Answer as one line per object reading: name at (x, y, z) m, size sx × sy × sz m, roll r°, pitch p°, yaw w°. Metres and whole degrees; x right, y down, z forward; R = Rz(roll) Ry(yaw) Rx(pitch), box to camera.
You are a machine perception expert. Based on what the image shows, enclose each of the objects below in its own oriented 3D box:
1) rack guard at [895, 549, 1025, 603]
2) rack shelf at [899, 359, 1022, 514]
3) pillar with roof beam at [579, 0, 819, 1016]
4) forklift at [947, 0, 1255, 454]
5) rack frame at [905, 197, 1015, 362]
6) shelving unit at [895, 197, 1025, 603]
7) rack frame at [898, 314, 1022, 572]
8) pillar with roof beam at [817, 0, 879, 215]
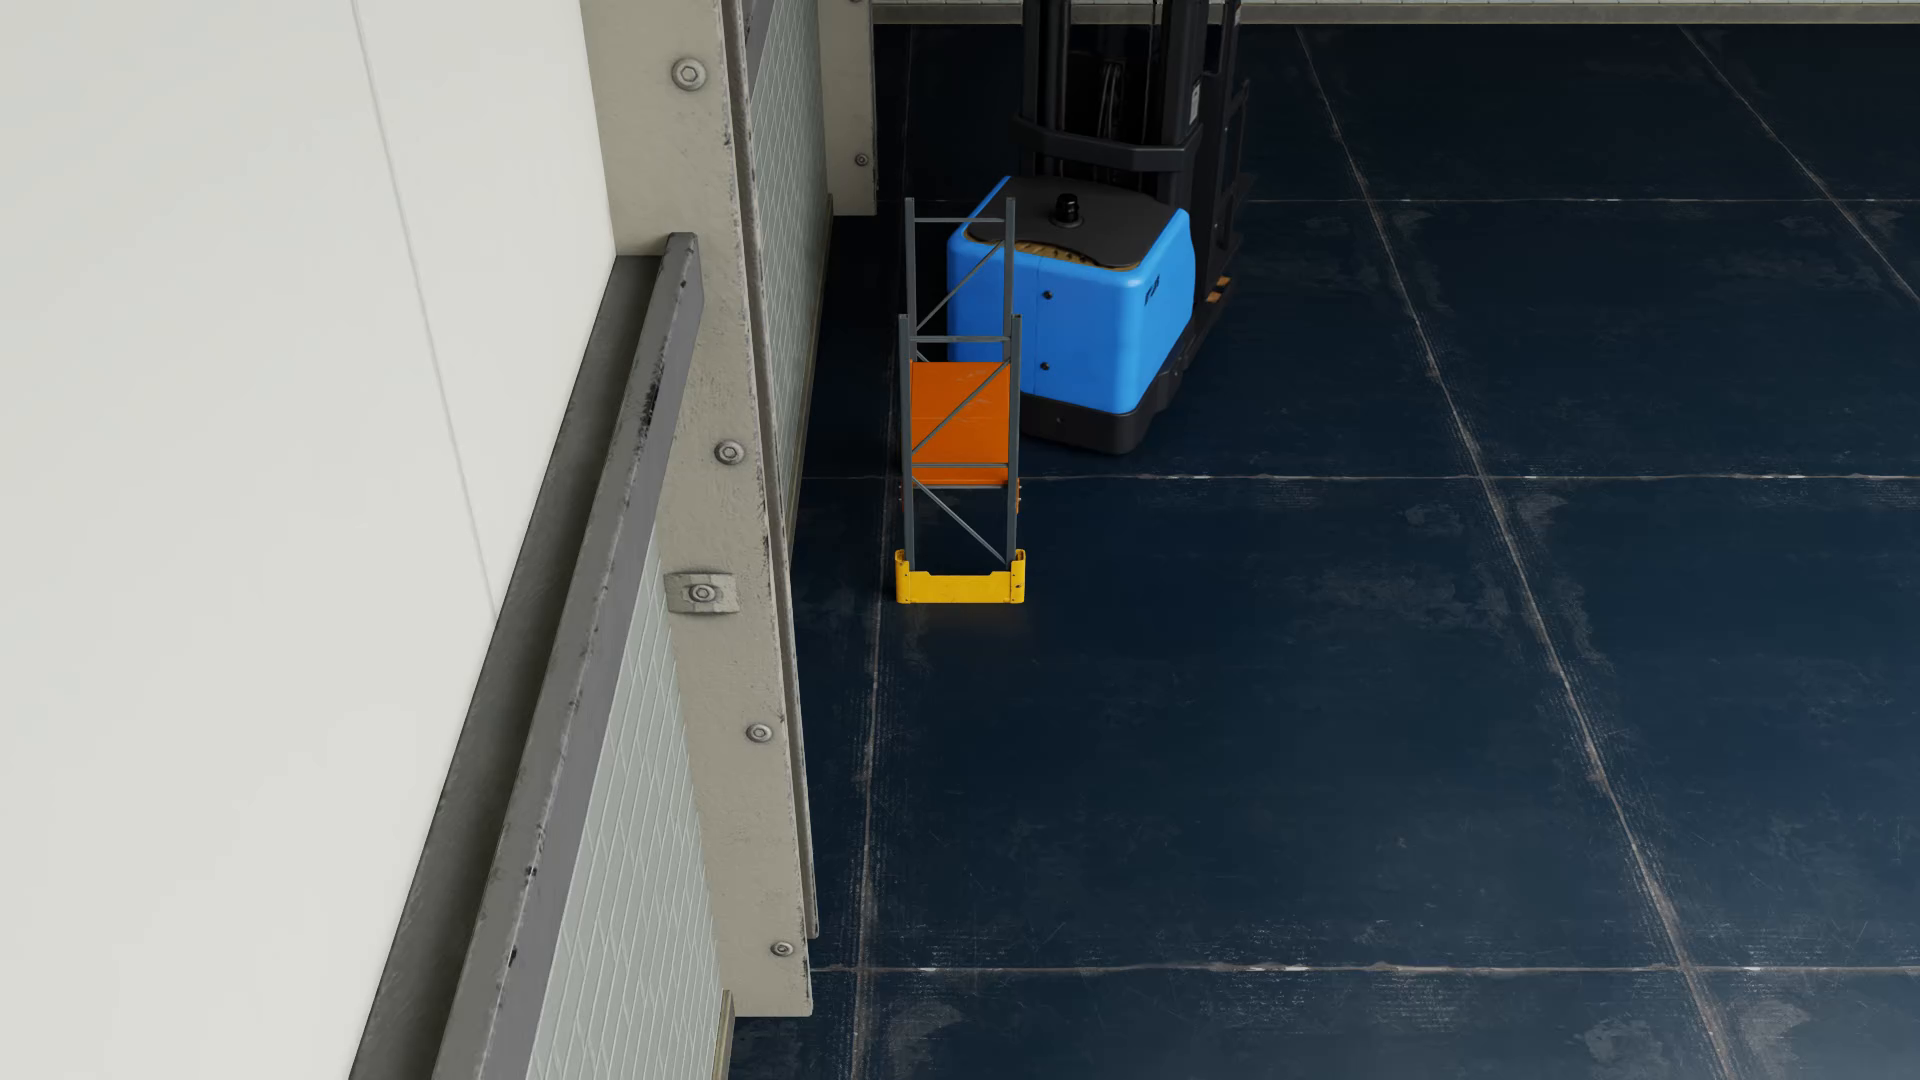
rack guard at (0.000, 0.166, 7.588) m, size 0.587 × 0.250 × 0.087 m, roll 0°, pitch 39°, yaw 0°
rack shelf at (0.000, -0.498, 7.706) m, size 0.538 × 0.185 × 1.000 m, roll 0°, pitch 39°, yaw 0°
pillar with roof beam at (3.625, -1.952, 3.236) m, size 9.100 × 9.000 × 0.400 m, roll 0°, pitch 39°, yaw 0°
forklift at (0.963, -2.499, 8.771) m, size 1.130 × 2.935 × 3.031 m, roll 15°, pitch 41°, yaw 18°
rack frame at (-0.001, -0.956, 7.990) m, size 0.500 × 1.500 × 0.032 m, roll 0°, pitch 39°, yaw 0°
shelving unit at (0.000, -0.633, 7.586) m, size 0.587 × 1.500 × 1.083 m, roll 0°, pitch 39°, yaw 0°
rack frame at (0.000, -0.321, 7.196) m, size 0.500 × 1.500 × 0.032 m, roll 0°, pitch 39°, yaw 0°
pillar with roof beam at (3.618, -5.704, 7.918) m, size 9.100 × 9.000 × 0.400 m, roll 0°, pitch 39°, yaw 0°
